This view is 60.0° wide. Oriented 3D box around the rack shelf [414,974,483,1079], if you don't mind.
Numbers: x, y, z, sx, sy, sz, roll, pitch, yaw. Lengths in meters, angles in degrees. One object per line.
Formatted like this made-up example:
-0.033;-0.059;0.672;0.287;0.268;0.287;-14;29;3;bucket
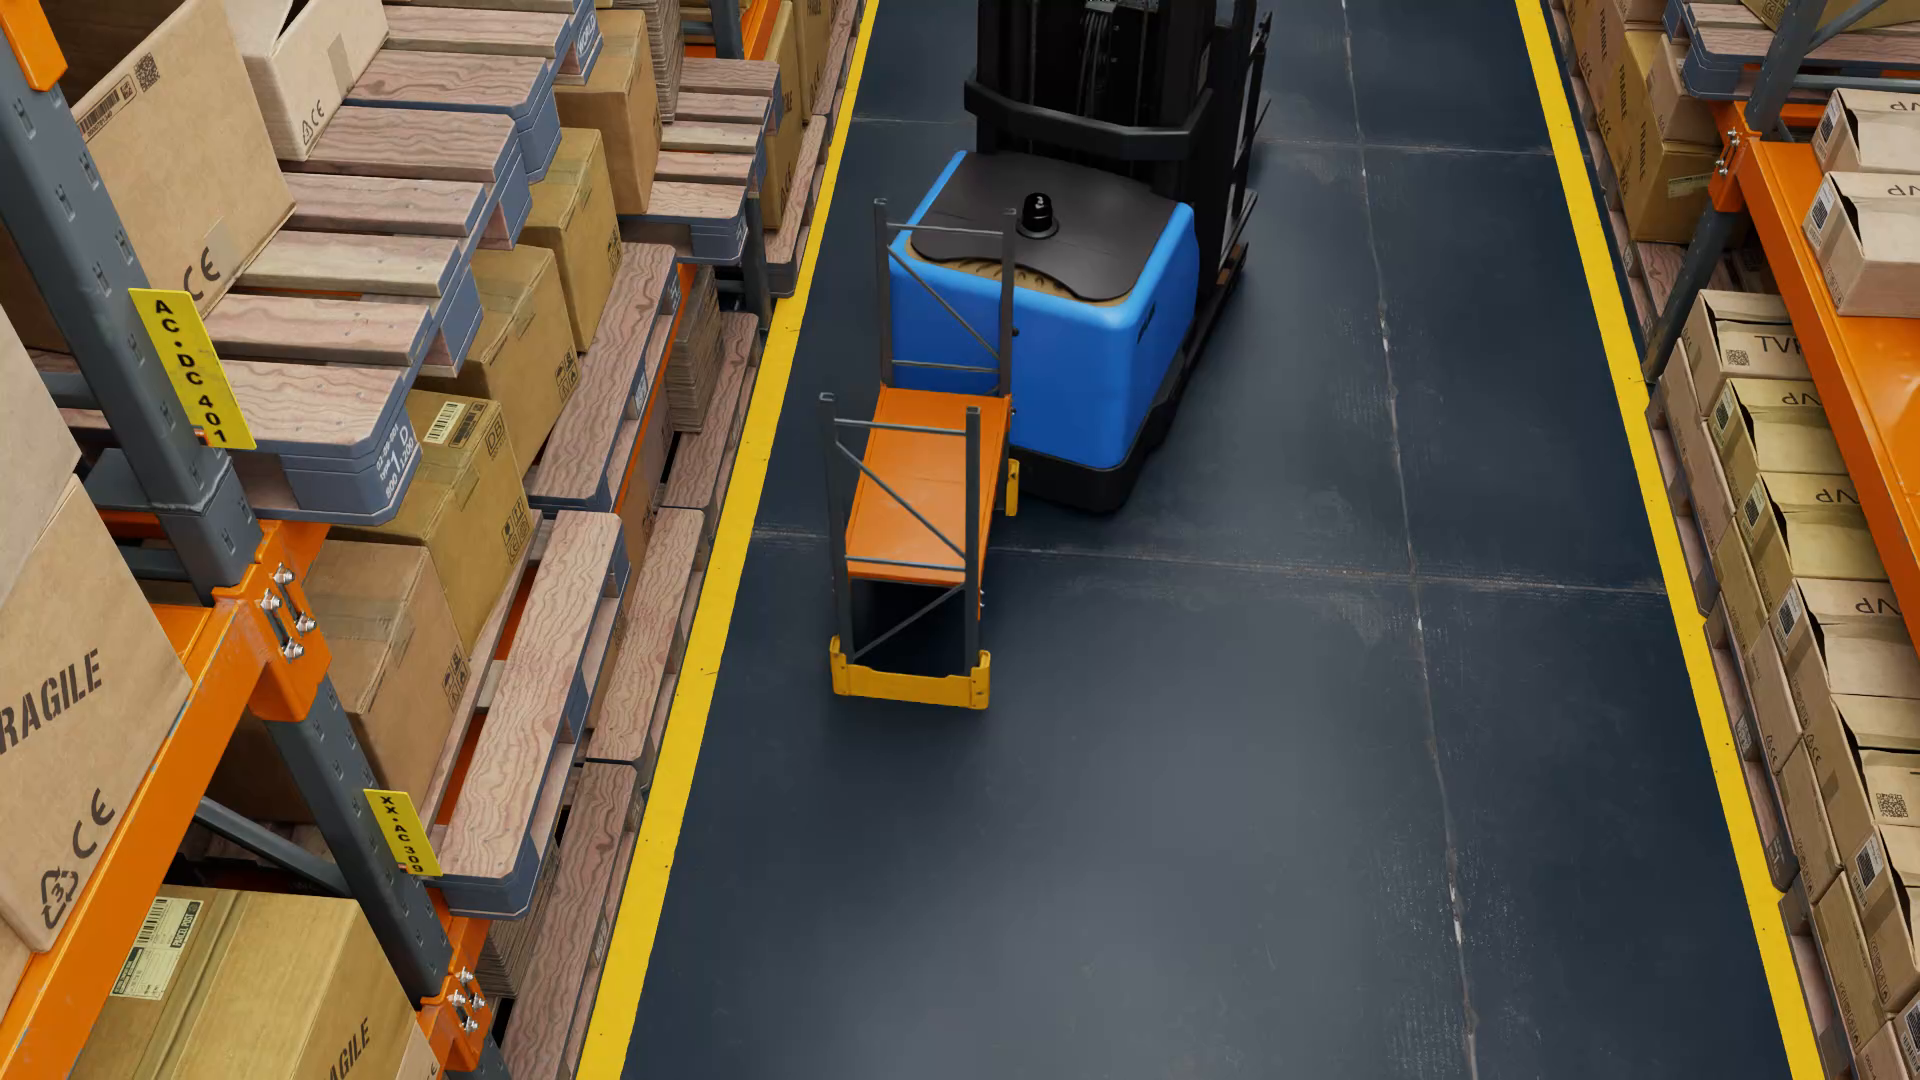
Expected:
-1.922;2.606;2.847;1.077;0.370;4.000;4;48;4;rack shelf

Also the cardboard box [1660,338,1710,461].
3.218;-0.564;6.838;0.500;0.250;0.500;4;48;3;cardboard box

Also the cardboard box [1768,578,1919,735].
3.084;0.386;5.589;0.500;0.311;0.500;3;48;3;cardboard box

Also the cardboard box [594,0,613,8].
-1.391;-1.954;5.725;0.380;0.149;0.250;-3;48;-3;cardboard box

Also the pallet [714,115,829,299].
-1.228;-1.679;8.168;1.003;0.211;1.213;4;48;4;pallet

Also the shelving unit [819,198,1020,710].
-0.118;-0.295;6.029;0.587;1.500;1.083;6;48;5;shelving unit

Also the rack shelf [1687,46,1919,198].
3.740;-2.942;7.922;1.077;0.370;4.000;4;48;4;rack shelf

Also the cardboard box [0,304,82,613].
-1.515;-0.110;2.052;0.500;0.500;0.500;0;48;0;cardboard box

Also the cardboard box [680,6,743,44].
-1.115;-2.194;6.906;0.380;0.149;0.250;3;48;3;cardboard box

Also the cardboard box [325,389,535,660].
-1.601;-0.070;4.442;0.700;0.500;0.500;8;48;8;cardboard box

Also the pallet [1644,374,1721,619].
3.444;-0.172;6.790;1.003;0.211;1.213;4;48;4;pallet

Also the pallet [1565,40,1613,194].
3.778;-2.214;8.658;1.003;0.211;1.213;4;48;4;pallet

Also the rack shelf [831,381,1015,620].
-0.120;-0.167;6.156;0.538;0.185;1.000;6;48;5;rack shelf

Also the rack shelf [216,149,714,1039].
-1.557;-0.333;5.535;1.077;0.370;4.000;4;48;4;rack shelf

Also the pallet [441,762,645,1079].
-1.670;1.263;5.478;1.003;0.211;1.213;4;48;4;pallet

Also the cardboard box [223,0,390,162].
-1.554;-1.079;3.473;0.500;0.311;0.500;5;48;5;cardboard box

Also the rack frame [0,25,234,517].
-1.740;-1.131;1.712;1.000;3.000;0.127;4;48;4;rack frame

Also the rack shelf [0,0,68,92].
-1.557;-2.223;3.469;1.077;0.370;4.000;4;48;4;rack shelf

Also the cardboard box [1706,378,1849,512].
3.179;-0.366;6.277;0.500;0.311;0.500;3;48;3;cardboard box

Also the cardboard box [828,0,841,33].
-1.018;-3.261;8.898;0.750;0.750;0.750;5;48;5;cardboard box

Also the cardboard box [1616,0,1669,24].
3.500;-2.770;8.164;0.500;0.250;0.500;3;48;3;cardboard box

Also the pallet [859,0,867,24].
-1.006;-3.472;9.808;1.003;0.211;1.213;4;48;4;pallet

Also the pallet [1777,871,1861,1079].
3.222;1.621;5.150;1.003;0.211;1.213;4;48;4;pallet

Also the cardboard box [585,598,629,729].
-1.605;0.292;5.872;0.700;0.500;0.500;4;48;4;cardboard box

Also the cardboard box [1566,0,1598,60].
3.545;-2.861;8.756;0.500;0.500;0.500;4;48;4;cardboard box

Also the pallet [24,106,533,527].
-1.577;-0.502;3.296;1.213;0.211;1.003;4;48;4;pallet

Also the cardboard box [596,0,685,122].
-1.408;-1.882;6.098;0.700;0.500;0.500;-1;48;-1;cardboard box

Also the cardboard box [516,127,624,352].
-1.499;-0.965;5.260;0.700;0.500;0.500;4;48;4;cardboard box

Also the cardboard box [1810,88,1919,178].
3.482;-1.421;6.103;0.500;0.311;0.500;7;48;6;cardboard box

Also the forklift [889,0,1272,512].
0.718;-2.209;6.810;1.130;2.935;3.031;17;50;15;forklift

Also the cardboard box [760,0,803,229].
-1.178;-1.993;7.739;0.750;0.750;0.750;3;48;3;cardboard box

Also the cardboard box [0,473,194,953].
-1.540;0.230;2.418;0.500;0.500;0.500;5;48;5;cardboard box

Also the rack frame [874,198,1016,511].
-0.053;-0.660;6.363;0.500;1.500;0.032;6;48;5;rack frame

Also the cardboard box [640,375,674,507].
-1.552;-0.447;6.548;0.700;0.500;0.500;4;48;3;cardboard box

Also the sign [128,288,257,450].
-1.199;-0.262;2.600;0.100;0.325;0.005;4;48;4;sign

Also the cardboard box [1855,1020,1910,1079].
2.943;1.686;4.780;0.500;0.250;0.500;3;48;3;cardboard box

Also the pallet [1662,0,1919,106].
3.550;-2.153;6.843;1.213;0.211;1.003;4;48;4;pallet

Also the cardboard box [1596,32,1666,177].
3.457;-2.103;8.063;0.500;0.500;0.500;2;48;2;cardboard box

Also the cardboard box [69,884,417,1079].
-1.475;1.053;3.360;0.500;0.500;0.500;4;48;3;cardboard box

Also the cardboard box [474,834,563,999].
-1.689;1.047;5.181;0.700;0.500;0.500;5;48;5;cardboard box

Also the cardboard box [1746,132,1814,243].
3.926;-1.720;7.712;0.500;0.500;0.500;2;48;2;cardboard box

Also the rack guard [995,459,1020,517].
-0.053;-0.237;6.823;0.587;0.250;0.087;6;48;5;rack guard

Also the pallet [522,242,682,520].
-1.515;-0.523;5.352;1.003;0.211;1.213;4;48;4;pallet

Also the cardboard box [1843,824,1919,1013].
2.986;1.122;4.916;0.500;0.311;0.500;5;48;5;cardboard box

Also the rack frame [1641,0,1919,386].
3.558;-1.715;6.312;1.000;3.000;0.127;4;48;4;rack frame

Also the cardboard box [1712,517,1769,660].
3.132;0.188;6.150;0.500;0.250;0.500;3;48;2;cardboard box

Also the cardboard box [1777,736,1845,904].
3.037;0.939;5.463;0.500;0.250;0.500;5;48;4;cardboard box
